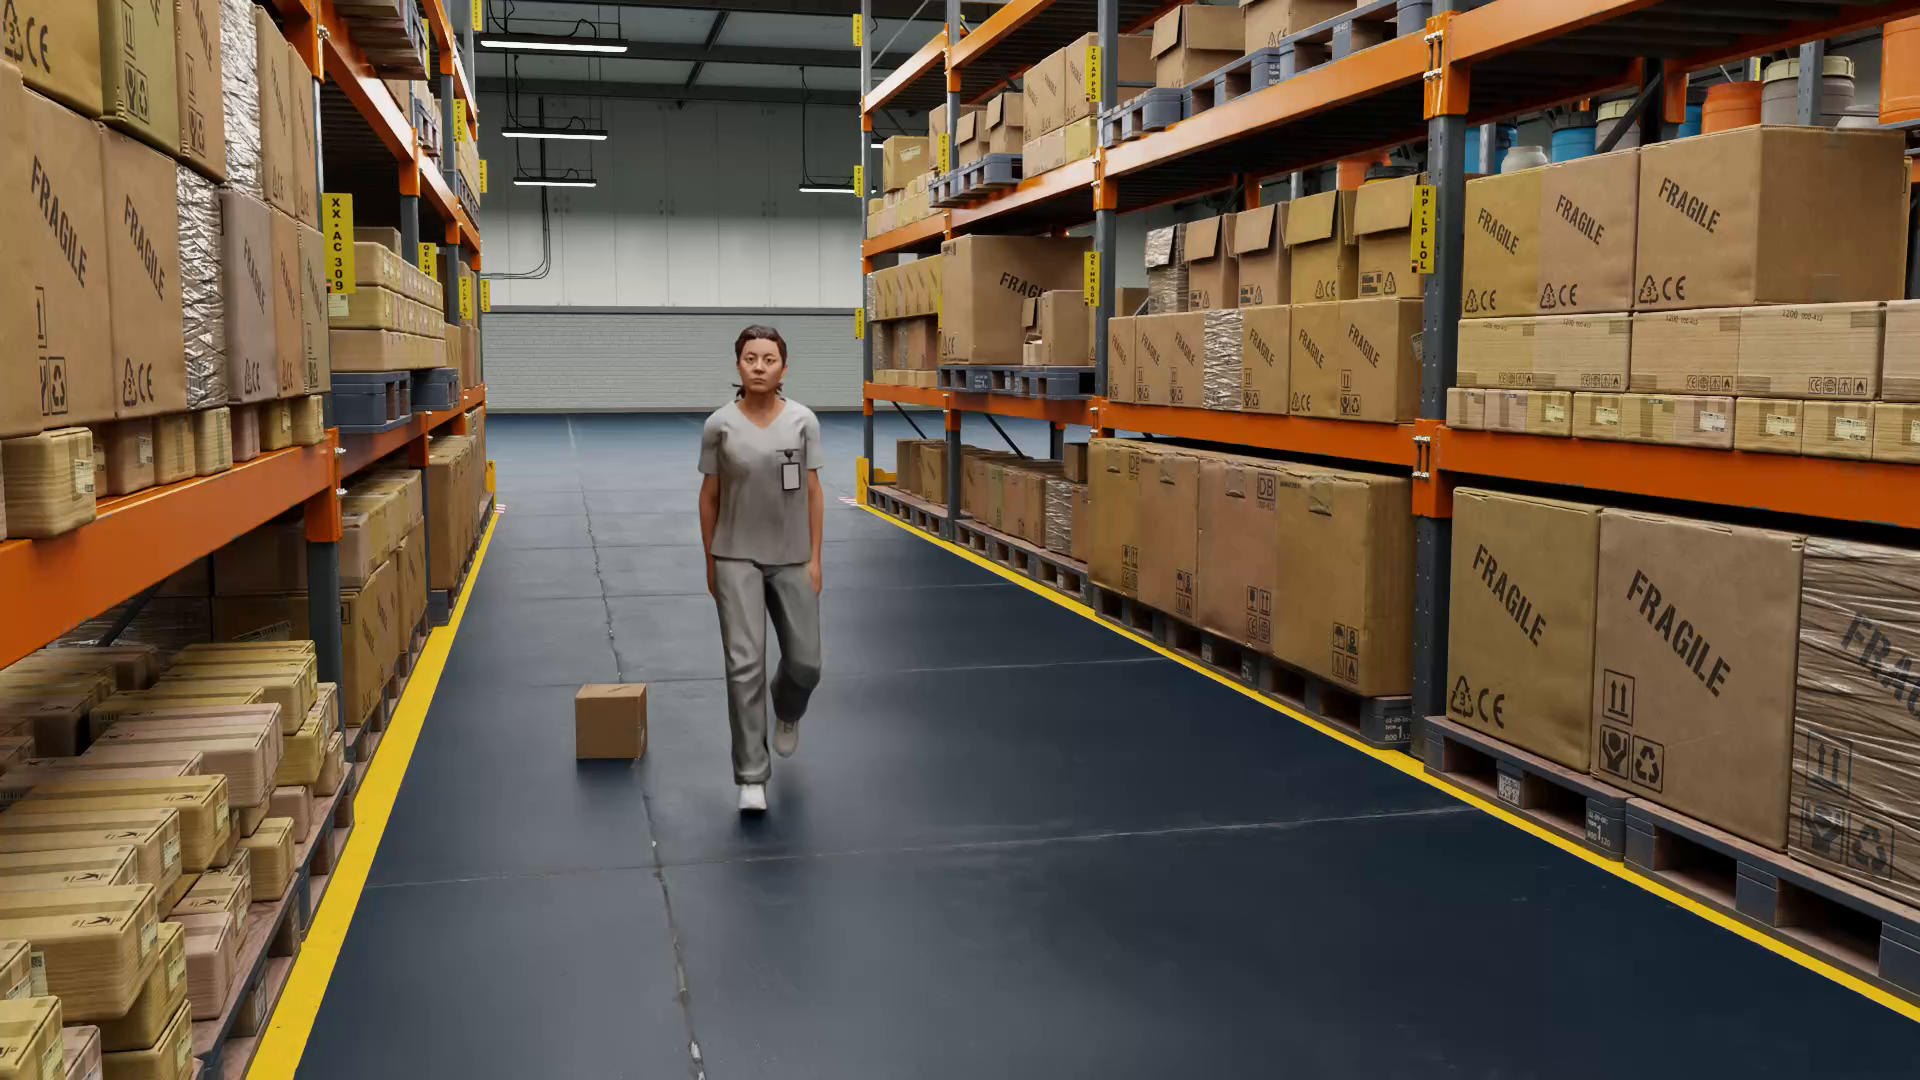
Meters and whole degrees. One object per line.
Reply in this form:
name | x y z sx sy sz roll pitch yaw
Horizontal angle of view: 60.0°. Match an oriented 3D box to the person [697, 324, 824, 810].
person | -0.704 0.073 5.884 0.438 1.648 0.752 -1 6 -12
